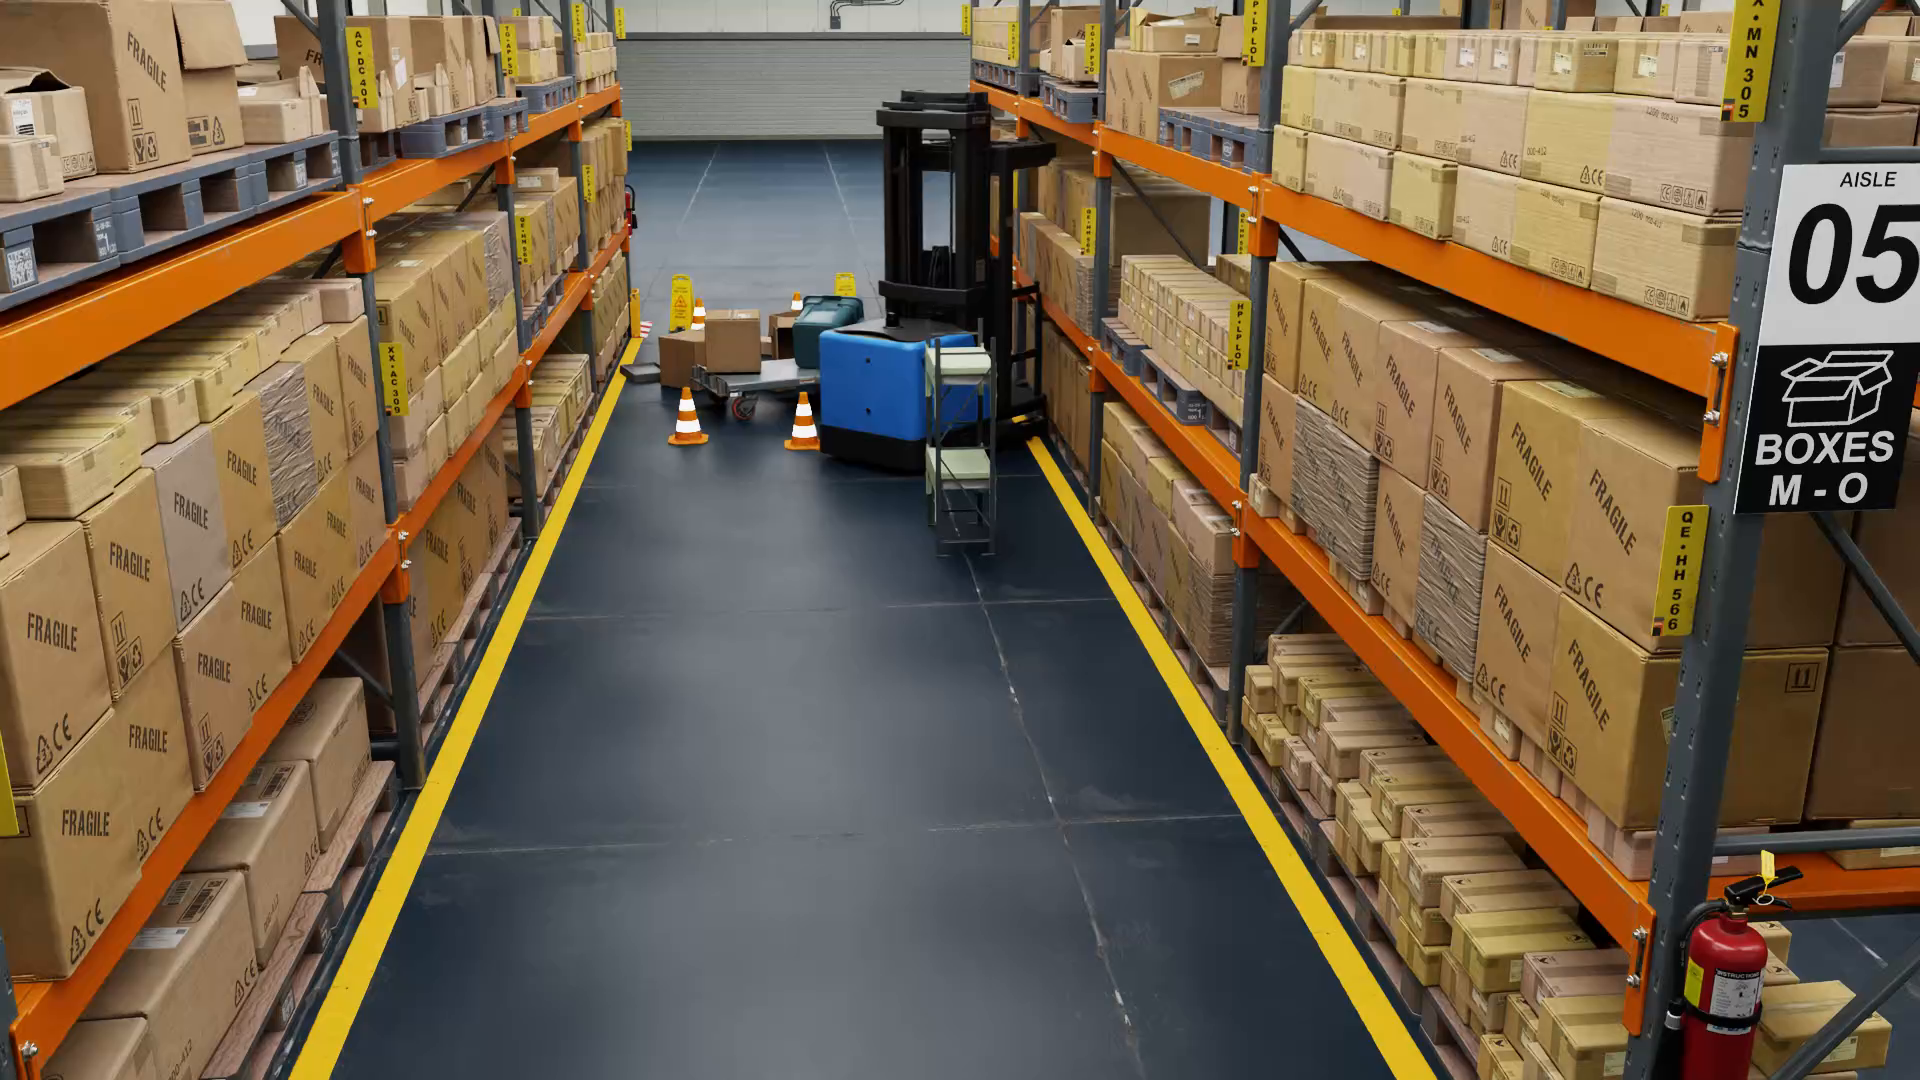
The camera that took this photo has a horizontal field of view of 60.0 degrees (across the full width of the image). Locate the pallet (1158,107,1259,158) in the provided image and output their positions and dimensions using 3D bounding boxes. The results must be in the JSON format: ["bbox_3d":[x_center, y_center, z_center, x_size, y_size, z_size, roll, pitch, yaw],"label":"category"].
[{"bbox_3d":[1.792,-2.262,9.180,1.213,0.211,1.003,-2,18,-6],"label":"pallet"}]

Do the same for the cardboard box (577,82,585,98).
[{"bbox_3d":[-3.636,-4.116,15.193,0.380,0.149,0.250,-2,18,-6],"label":"cardboard box"}]

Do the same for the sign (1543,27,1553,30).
[{"bbox_3d":[5.439,-4.590,15.418,0.100,0.325,0.005,-2,18,-6],"label":"sign"}]

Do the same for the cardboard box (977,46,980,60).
[{"bbox_3d":[0.391,-5.296,18.083,0.380,0.149,0.250,-2,18,-5],"label":"cardboard box"}]

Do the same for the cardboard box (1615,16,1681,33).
[{"bbox_3d":[6.026,-4.188,14.128,0.797,0.503,0.637,-1,17,-3],"label":"cardboard box"}]

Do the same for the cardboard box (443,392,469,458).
[{"bbox_3d":[-2.928,-0.616,8.883,0.500,0.250,0.500,-2,18,-6],"label":"cardboard box"}]

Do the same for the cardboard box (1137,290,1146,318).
[{"bbox_3d":[1.358,-1.528,10.759,0.380,0.149,0.250,-2,18,-7],"label":"cardboard box"}]

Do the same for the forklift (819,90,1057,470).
[{"bbox_3d":[0.121,-2.332,14.212,1.130,2.935,3.031,13,21,35],"label":"forklift"}]

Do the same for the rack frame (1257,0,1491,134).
[{"bbox_3d":[1.859,-3.287,7.123,1.000,3.000,0.127,-2,18,-6],"label":"rack frame"}]

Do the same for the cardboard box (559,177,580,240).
[{"bbox_3d":[-3.603,-2.884,14.492,0.500,0.500,0.500,-2,18,-7],"label":"cardboard box"}]

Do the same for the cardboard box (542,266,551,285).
[{"bbox_3d":[-3.433,-2.099,13.074,0.380,0.149,0.250,-1,17,-4],"label":"cardboard box"}]

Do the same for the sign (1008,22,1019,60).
[{"bbox_3d":[0.482,-4.506,15.018,0.100,0.325,0.005,-2,18,-6],"label":"sign"}]

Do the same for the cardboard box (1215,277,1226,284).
[{"bbox_3d":[1.951,-1.705,11.323,0.380,0.149,0.250,-1,17,-5],"label":"cardboard box"}]

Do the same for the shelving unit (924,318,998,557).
[{"bbox_3d":[-0.001,-0.718,11.459,0.431,1.500,0.755,-2,18,-6],"label":"shelving unit"}]

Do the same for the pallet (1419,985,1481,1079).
[{"bbox_3d":[2.216,1.832,5.489,1.003,0.211,1.213,-2,18,-6],"label":"pallet"}]

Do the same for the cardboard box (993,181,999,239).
[{"bbox_3d":[0.812,-3.471,17.476,0.875,0.550,0.500,-2,18,-6],"label":"cardboard box"}]

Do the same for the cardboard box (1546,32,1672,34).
[{"bbox_3d":[2.323,-1.743,5.965,0.380,0.149,0.250,-2,18,-6],"label":"cardboard box"}]

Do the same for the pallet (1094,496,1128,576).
[{"bbox_3d":[1.526,-0.053,11.493,1.003,0.211,1.213,-2,18,-6],"label":"pallet"}]

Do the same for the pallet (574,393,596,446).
[{"bbox_3d":[-3.797,-1.063,14.709,1.003,0.211,1.213,-2,18,-6],"label":"pallet"}]

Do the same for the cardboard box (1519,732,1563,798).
[{"bbox_3d":[1.928,0.649,5.021,0.380,0.149,0.250,-2,18,-6],"label":"cardboard box"}]

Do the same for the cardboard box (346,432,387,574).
[{"bbox_3d":[-2.752,-0.159,7.008,0.500,0.500,0.500,-2,18,-5],"label":"cardboard box"}]

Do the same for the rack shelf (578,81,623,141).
[{"bbox_3d":[-4.085,-4.309,16.587,1.077,0.370,4.000,-2,18,-6],"label":"rack shelf"}]

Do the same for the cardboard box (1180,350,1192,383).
[{"bbox_3d":[1.484,-1.005,9.589,0.380,0.149,0.250,-1,17,-3],"label":"cardboard box"}]

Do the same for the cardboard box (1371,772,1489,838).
[{"bbox_3d":[1.825,1.027,6.463,0.380,0.149,0.250,-2,18,-5],"label":"cardboard box"}]

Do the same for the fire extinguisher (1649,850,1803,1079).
[{"bbox_3d":[1.839,1.071,4.008,0.296,0.674,0.183,-2,18,-6],"label":"fire extinguisher"}]

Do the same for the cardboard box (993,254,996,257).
[{"bbox_3d":[0.850,-2.724,18.193,0.875,0.875,0.875,-2,18,-7],"label":"cardboard box"}]

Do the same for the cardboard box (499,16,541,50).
[{"bbox_3d":[-3.565,-3.951,12.962,0.500,0.250,0.500,-1,17,-5],"label":"cardboard box"}]

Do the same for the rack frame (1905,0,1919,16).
[{"bbox_3d":[6.391,-4.602,11.311,1.000,3.000,0.127,-2,18,-6],"label":"rack frame"}]

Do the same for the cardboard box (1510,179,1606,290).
[{"bbox_3d":[1.902,-0.871,4.687,0.500,0.250,0.500,-2,18,-6],"label":"cardboard box"}]

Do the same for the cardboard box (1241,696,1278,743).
[{"bbox_3d":[1.577,0.854,8.008,0.380,0.149,0.250,-3,18,-8],"label":"cardboard box"}]

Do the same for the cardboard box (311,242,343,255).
[{"bbox_3d":[-3.511,-1.351,9.136,0.500,0.500,0.500,-1,17,-5],"label":"cardboard box"}]

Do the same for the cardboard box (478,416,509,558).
[{"bbox_3d":[-3.478,-0.411,10.826,0.875,0.875,0.875,-2,18,-6],"label":"cardboard box"}]

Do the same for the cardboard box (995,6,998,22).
[{"bbox_3d":[0.550,-5.223,16.518,0.380,0.149,0.250,-2,18,-6],"label":"cardboard box"}]

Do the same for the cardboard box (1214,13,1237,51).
[{"bbox_3d":[1.815,-3.195,10.395,0.396,0.266,0.258,-2,18,-6],"label":"cardboard box"}]

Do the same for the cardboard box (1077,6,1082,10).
[{"bbox_3d":[1.307,-4.943,15.625,0.380,0.149,0.250,-2,18,-6],"label":"cardboard box"}]

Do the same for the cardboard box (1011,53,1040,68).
[{"bbox_3d":[0.679,-4.466,15.438,0.380,0.149,0.250,-2,18,-6],"label":"cardboard box"}]

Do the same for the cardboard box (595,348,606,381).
[{"bbox_3d":[-3.671,-1.697,15.966,0.500,0.250,0.500,-3,18,-8],"label":"cardboard box"}]

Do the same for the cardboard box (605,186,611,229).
[{"bbox_3d":[-3.833,-3.403,16.845,0.500,0.500,0.500,-2,17,-5],"label":"cardboard box"}]

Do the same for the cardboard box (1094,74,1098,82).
[{"bbox_3d":[1.166,-3.355,11.872,0.380,0.166,0.250,-2,18,-6],"label":"cardboard box"}]

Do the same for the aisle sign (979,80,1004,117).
[{"bbox_3d":[0.316,-5.252,19.057,0.394,0.787,0.004,-2,18,-6],"label":"aisle sign"}]

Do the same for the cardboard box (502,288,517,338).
[{"bbox_3d":[-3.164,-1.464,10.747,0.500,0.250,0.500,-2,18,-6],"label":"cardboard box"}]

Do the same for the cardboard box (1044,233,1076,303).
[{"bbox_3d":[0.975,-2.240,13.637,0.500,0.500,0.500,-2,17,-5],"label":"cardboard box"}]

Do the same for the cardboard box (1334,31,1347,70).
[{"bbox_3d":[1.726,-1.963,6.666,0.380,0.149,0.250,-2,18,-6],"label":"cardboard box"}]

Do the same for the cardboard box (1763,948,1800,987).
[{"bbox_3d":[2.408,1.398,5.281,0.380,0.149,0.250,-1,17,-5],"label":"cardboard box"}]

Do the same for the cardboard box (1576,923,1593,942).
[{"bbox_3d":[1.953,1.399,5.776,0.380,0.149,0.250,-2,18,-6],"label":"cardboard box"}]

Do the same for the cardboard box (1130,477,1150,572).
[{"bbox_3d":[1.379,-0.103,10.469,0.500,0.500,0.500,-2,18,-7],"label":"cardboard box"}]

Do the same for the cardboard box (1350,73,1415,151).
[{"bbox_3d":[1.755,-1.573,6.087,0.500,0.250,0.500,-1,17,-5],"label":"cardboard box"}]

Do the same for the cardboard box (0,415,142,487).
[{"bbox_3d":[-2.458,-0.233,4.492,0.380,0.149,0.250,-2,18,-7],"label":"cardboard box"}]

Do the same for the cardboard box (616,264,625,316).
[{"bbox_3d":[-3.892,-2.677,17.833,0.500,0.500,0.500,-1,17,-4],"label":"cardboard box"}]

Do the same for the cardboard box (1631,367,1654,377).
[{"bbox_3d":[2.400,-0.347,5.442,0.500,0.500,0.500,-2,18,-7],"label":"cardboard box"}]

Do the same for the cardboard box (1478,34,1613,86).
[{"bbox_3d":[1.845,-1.493,5.169,0.380,0.149,0.250,-1,17,-4],"label":"cardboard box"}]

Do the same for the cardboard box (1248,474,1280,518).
[{"bbox_3d":[1.563,-0.210,7.758,0.380,0.149,0.250,-1,17,-4],"label":"cardboard box"}]

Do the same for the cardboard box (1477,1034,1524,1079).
[{"bbox_3d":[1.883,1.703,5.302,0.380,0.149,0.250,-1,17,-4],"label":"cardboard box"}]

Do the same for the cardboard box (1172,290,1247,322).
[{"bbox_3d":[1.461,-1.371,9.761,0.380,0.149,0.250,-2,18,-6],"label":"cardboard box"}]

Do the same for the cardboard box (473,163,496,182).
[{"bbox_3d":[-4.182,-3.173,14.329,0.380,0.149,0.250,-2,18,-6],"label":"cardboard box"}]

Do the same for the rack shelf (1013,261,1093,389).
[{"bbox_3d":[1.241,-1.869,13.823,1.077,0.370,4.000,-2,18,-6],"label":"rack shelf"}]

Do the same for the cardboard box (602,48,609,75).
[{"bbox_3d":[-3.862,-4.870,16.926,0.500,0.250,0.500,-1,17,-4],"label":"cardboard box"}]

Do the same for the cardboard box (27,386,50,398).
[{"bbox_3d":[-3.072,-0.442,5.158,0.380,0.149,0.250,-1,17,-4],"label":"cardboard box"}]
